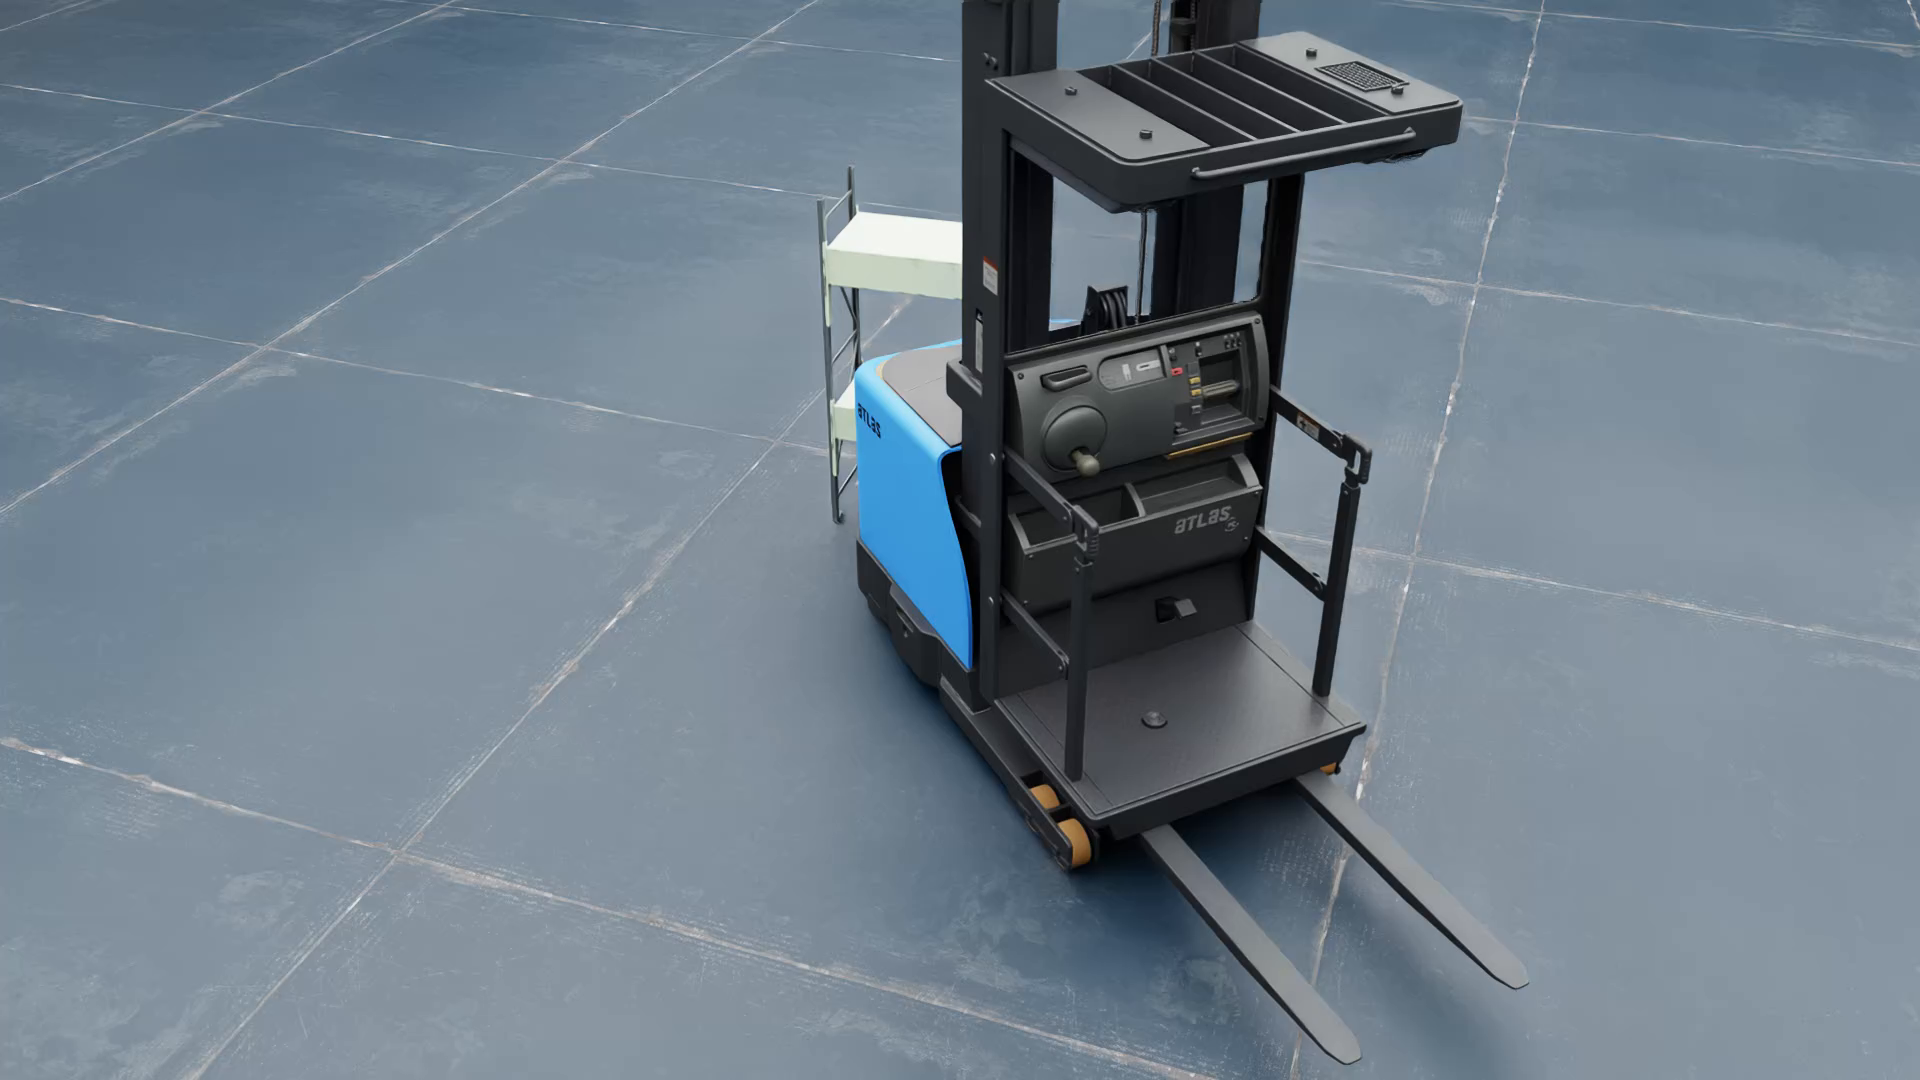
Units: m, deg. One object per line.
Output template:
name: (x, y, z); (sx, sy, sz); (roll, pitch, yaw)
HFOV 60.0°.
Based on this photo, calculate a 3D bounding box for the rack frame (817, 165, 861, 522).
rack frame: (-0.502, -0.816, 7.131); (0.023, 1.500, 0.400); (9, 34, 13)

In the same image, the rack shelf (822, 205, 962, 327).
rack shelf: (-0.149, -1.090, 6.836); (0.720, 0.370, 0.431); (9, 34, 13)

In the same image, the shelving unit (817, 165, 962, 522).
shelving unit: (-0.149, -0.762, 7.048); (0.755, 1.500, 0.431); (9, 34, 13)

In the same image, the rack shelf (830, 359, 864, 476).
rack shelf: (-0.149, -0.488, 7.225); (0.720, 0.370, 0.431); (9, 34, 13)

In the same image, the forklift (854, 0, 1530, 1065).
forklift: (0.689, -0.410, 5.182); (1.130, 2.935, 3.031); (-15, 36, -22)
